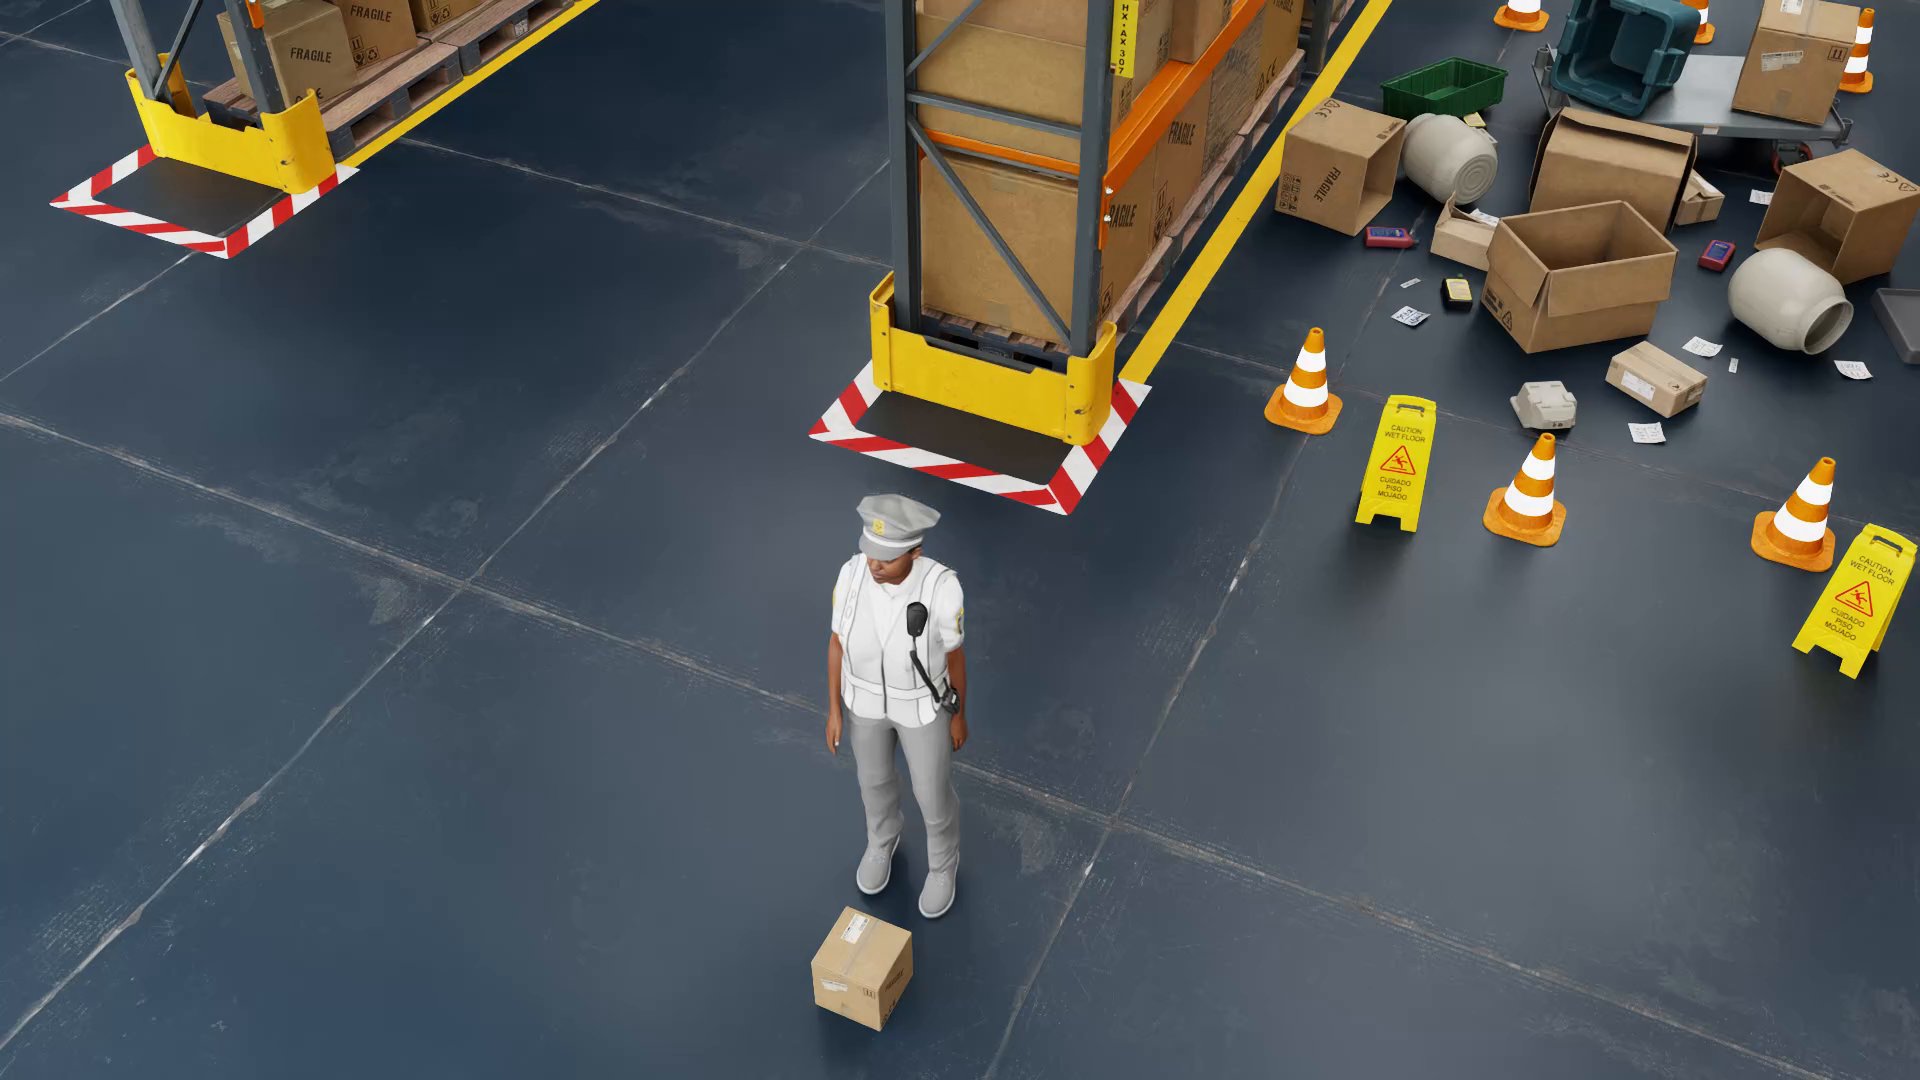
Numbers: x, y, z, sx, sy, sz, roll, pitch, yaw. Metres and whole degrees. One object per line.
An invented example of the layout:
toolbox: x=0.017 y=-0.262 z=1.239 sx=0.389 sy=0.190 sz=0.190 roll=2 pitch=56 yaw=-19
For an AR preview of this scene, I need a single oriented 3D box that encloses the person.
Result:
person: x=-0.108 y=0.605 z=5.454 sx=0.439 sy=1.695 sz=0.345 roll=18 pitch=45 yaw=19
